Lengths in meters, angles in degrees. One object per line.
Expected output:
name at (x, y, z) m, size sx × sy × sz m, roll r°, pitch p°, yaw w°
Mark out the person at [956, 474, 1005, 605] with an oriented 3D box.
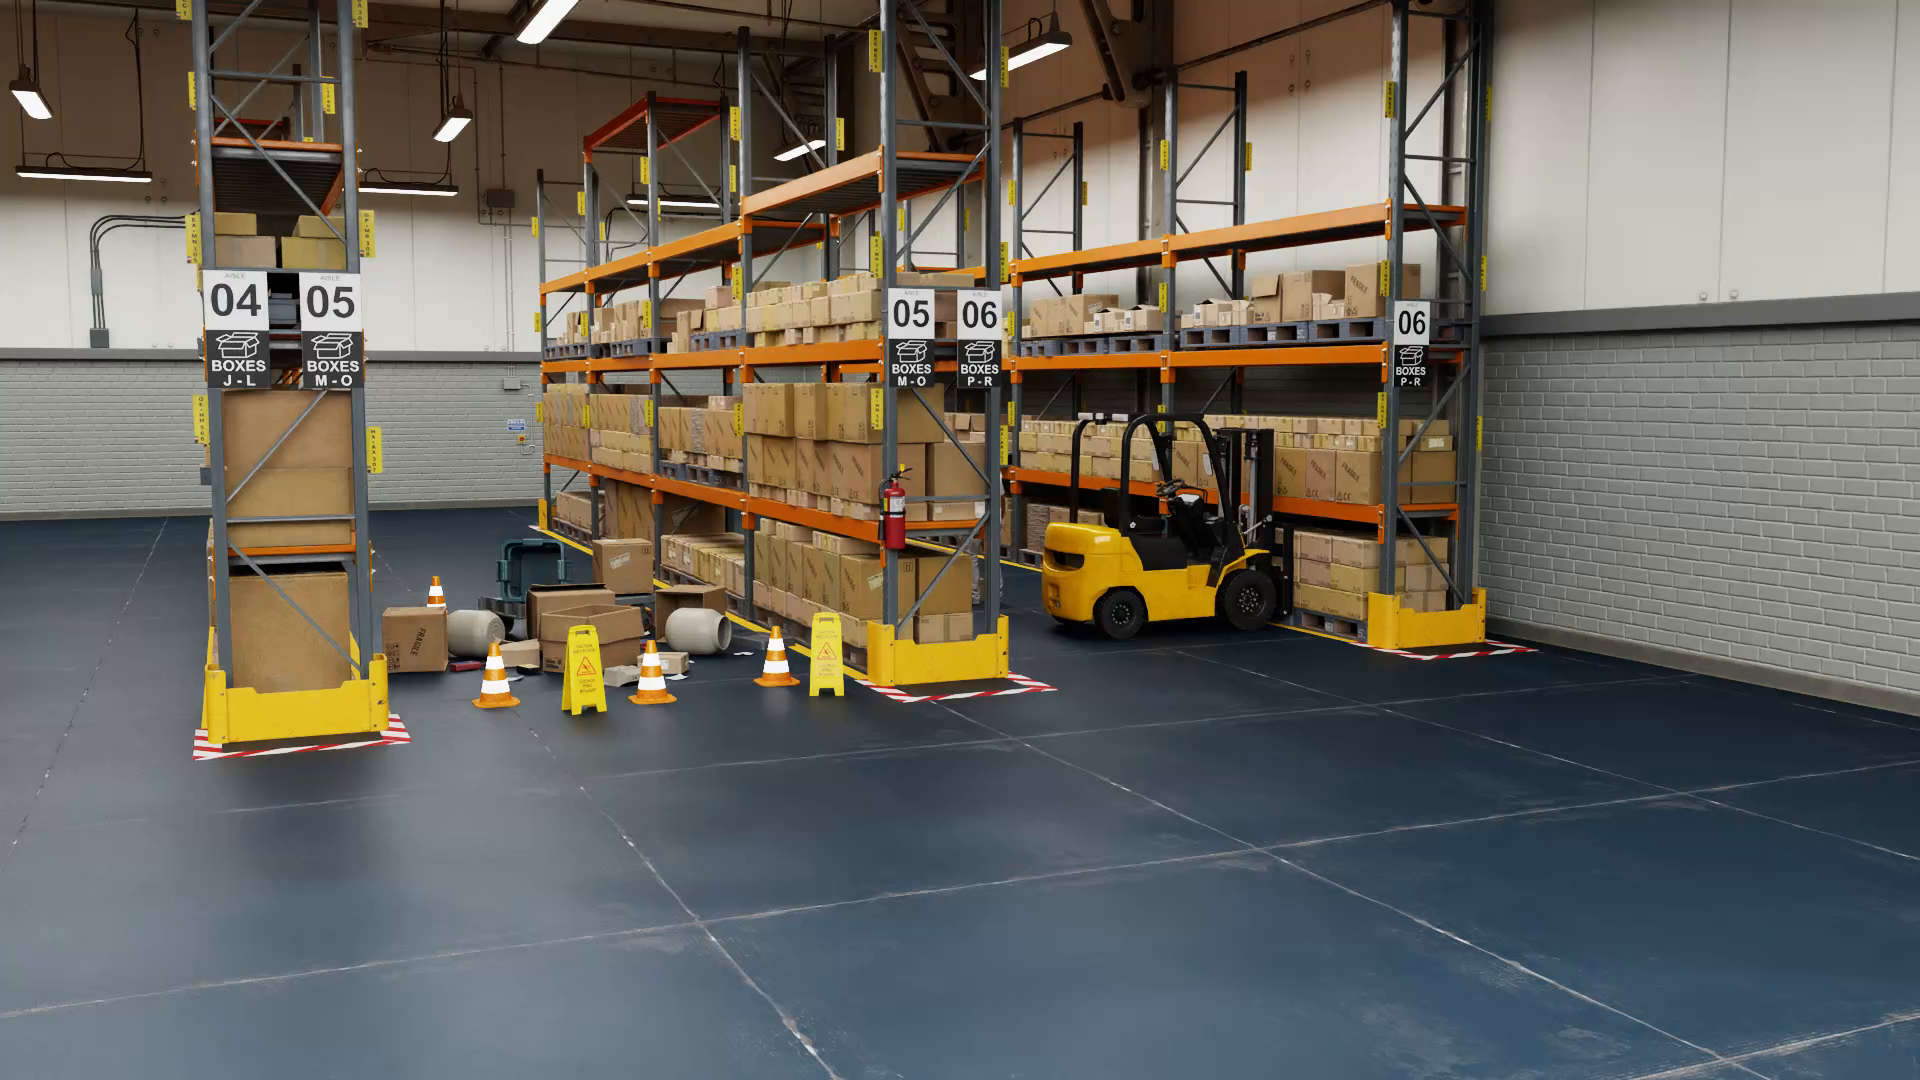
person at (0.222, -0.176, 18.544) m, size 0.621 × 1.773 × 0.450 m, roll -3°, pitch 6°, yaw -27°
